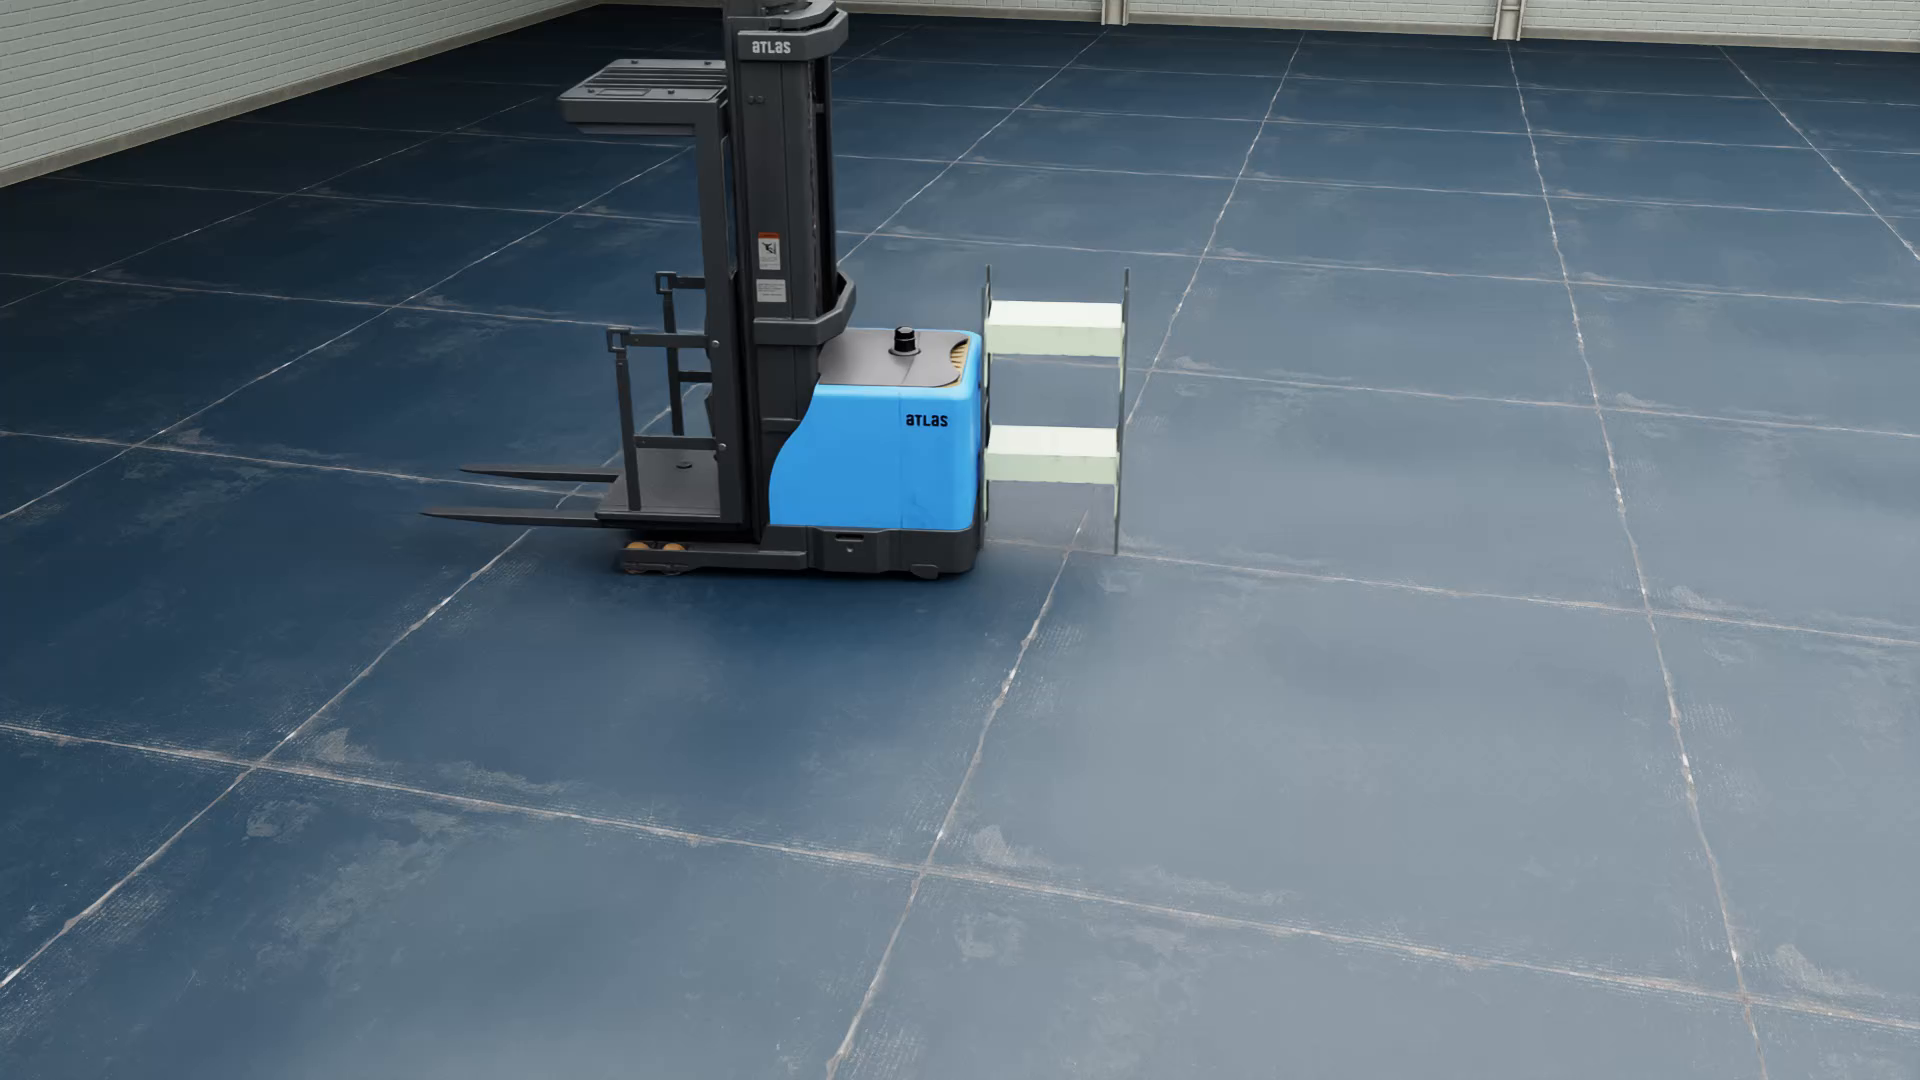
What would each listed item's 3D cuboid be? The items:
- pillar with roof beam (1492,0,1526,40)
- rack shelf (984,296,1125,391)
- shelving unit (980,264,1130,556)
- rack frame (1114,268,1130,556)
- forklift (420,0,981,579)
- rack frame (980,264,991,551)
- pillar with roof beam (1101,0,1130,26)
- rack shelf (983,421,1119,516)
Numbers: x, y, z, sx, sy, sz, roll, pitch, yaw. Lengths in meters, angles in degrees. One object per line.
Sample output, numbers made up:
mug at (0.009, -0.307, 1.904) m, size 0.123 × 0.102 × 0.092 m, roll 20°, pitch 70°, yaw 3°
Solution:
pillar with roof beam at (7.216, -9.886, 19.547) m, size 0.400 × 9.000 × 9.100 m, roll 6°, pitch 26°, yaw 13°
rack shelf at (0.501, -1.041, 8.784) m, size 0.720 × 0.370 × 0.431 m, roll 2°, pitch 26°, yaw 4°
shelving unit at (0.501, -0.689, 8.952) m, size 0.755 × 1.500 × 0.431 m, roll 2°, pitch 26°, yaw 4°
rack frame at (0.866, -0.676, 8.925) m, size 0.023 × 1.500 × 0.400 m, roll 2°, pitch 26°, yaw 4°
forklift at (-1.403, -1.359, 8.695) m, size 3.031 × 2.935 × 1.130 m, roll 2°, pitch 26°, yaw 4°
rack frame at (0.137, -0.702, 8.979) m, size 0.023 × 1.500 × 0.400 m, roll 2°, pitch 26°, yaw 4°
pillar with roof beam at (1.405, -10.529, 20.896) m, size 0.400 × 9.000 × 9.100 m, roll 6°, pitch 26°, yaw 13°
rack shelf at (0.501, -0.394, 9.092) m, size 0.720 × 0.370 × 0.431 m, roll 2°, pitch 26°, yaw 4°
